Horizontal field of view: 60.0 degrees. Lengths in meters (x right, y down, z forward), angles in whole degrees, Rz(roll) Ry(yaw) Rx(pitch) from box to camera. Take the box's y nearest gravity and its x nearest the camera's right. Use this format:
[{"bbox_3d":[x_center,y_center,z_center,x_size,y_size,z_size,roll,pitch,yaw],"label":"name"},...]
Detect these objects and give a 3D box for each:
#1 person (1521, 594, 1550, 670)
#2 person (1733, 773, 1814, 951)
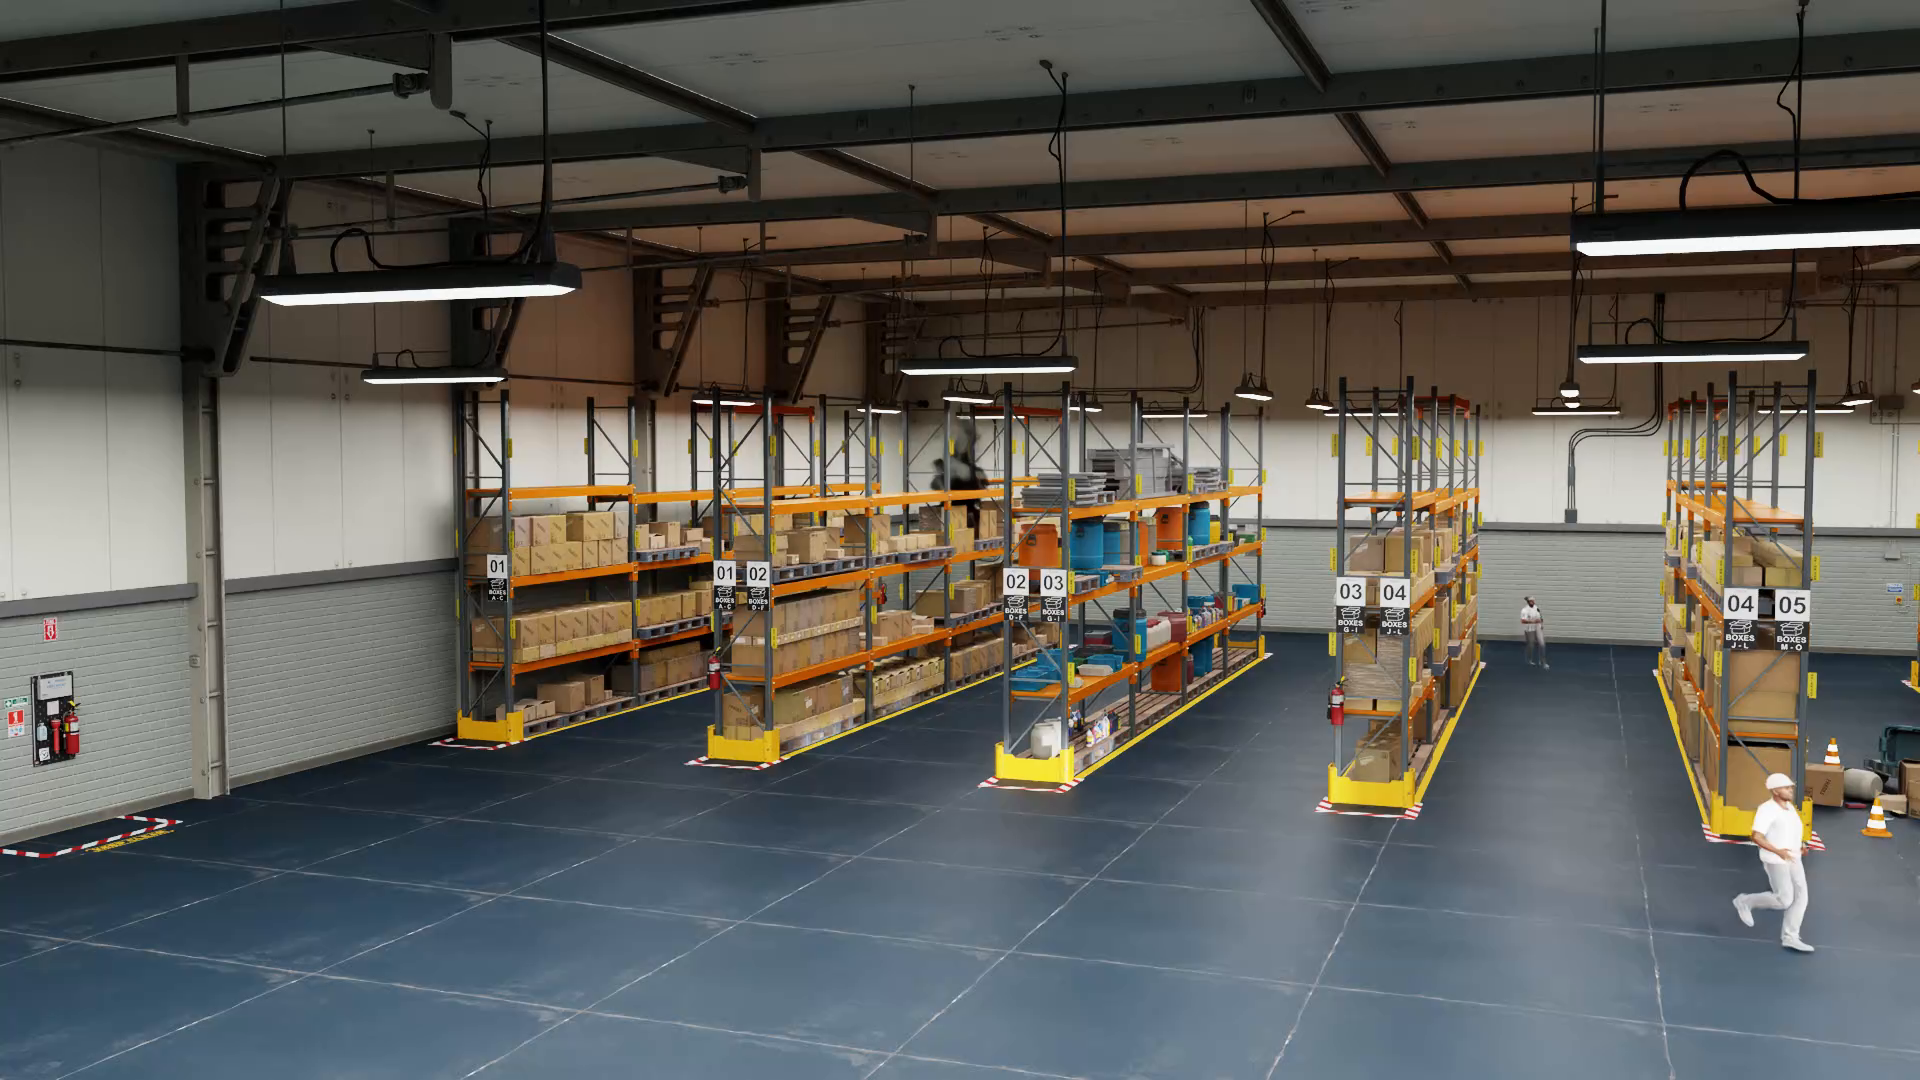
[{"bbox_3d":[13.028,2.074,37.923,0.580,1.693,0.792,-1,3,-11],"label":"person"},{"bbox_3d":[8.241,3.213,16.758,0.698,1.734,0.787,-2,4,-36],"label":"person"}]
